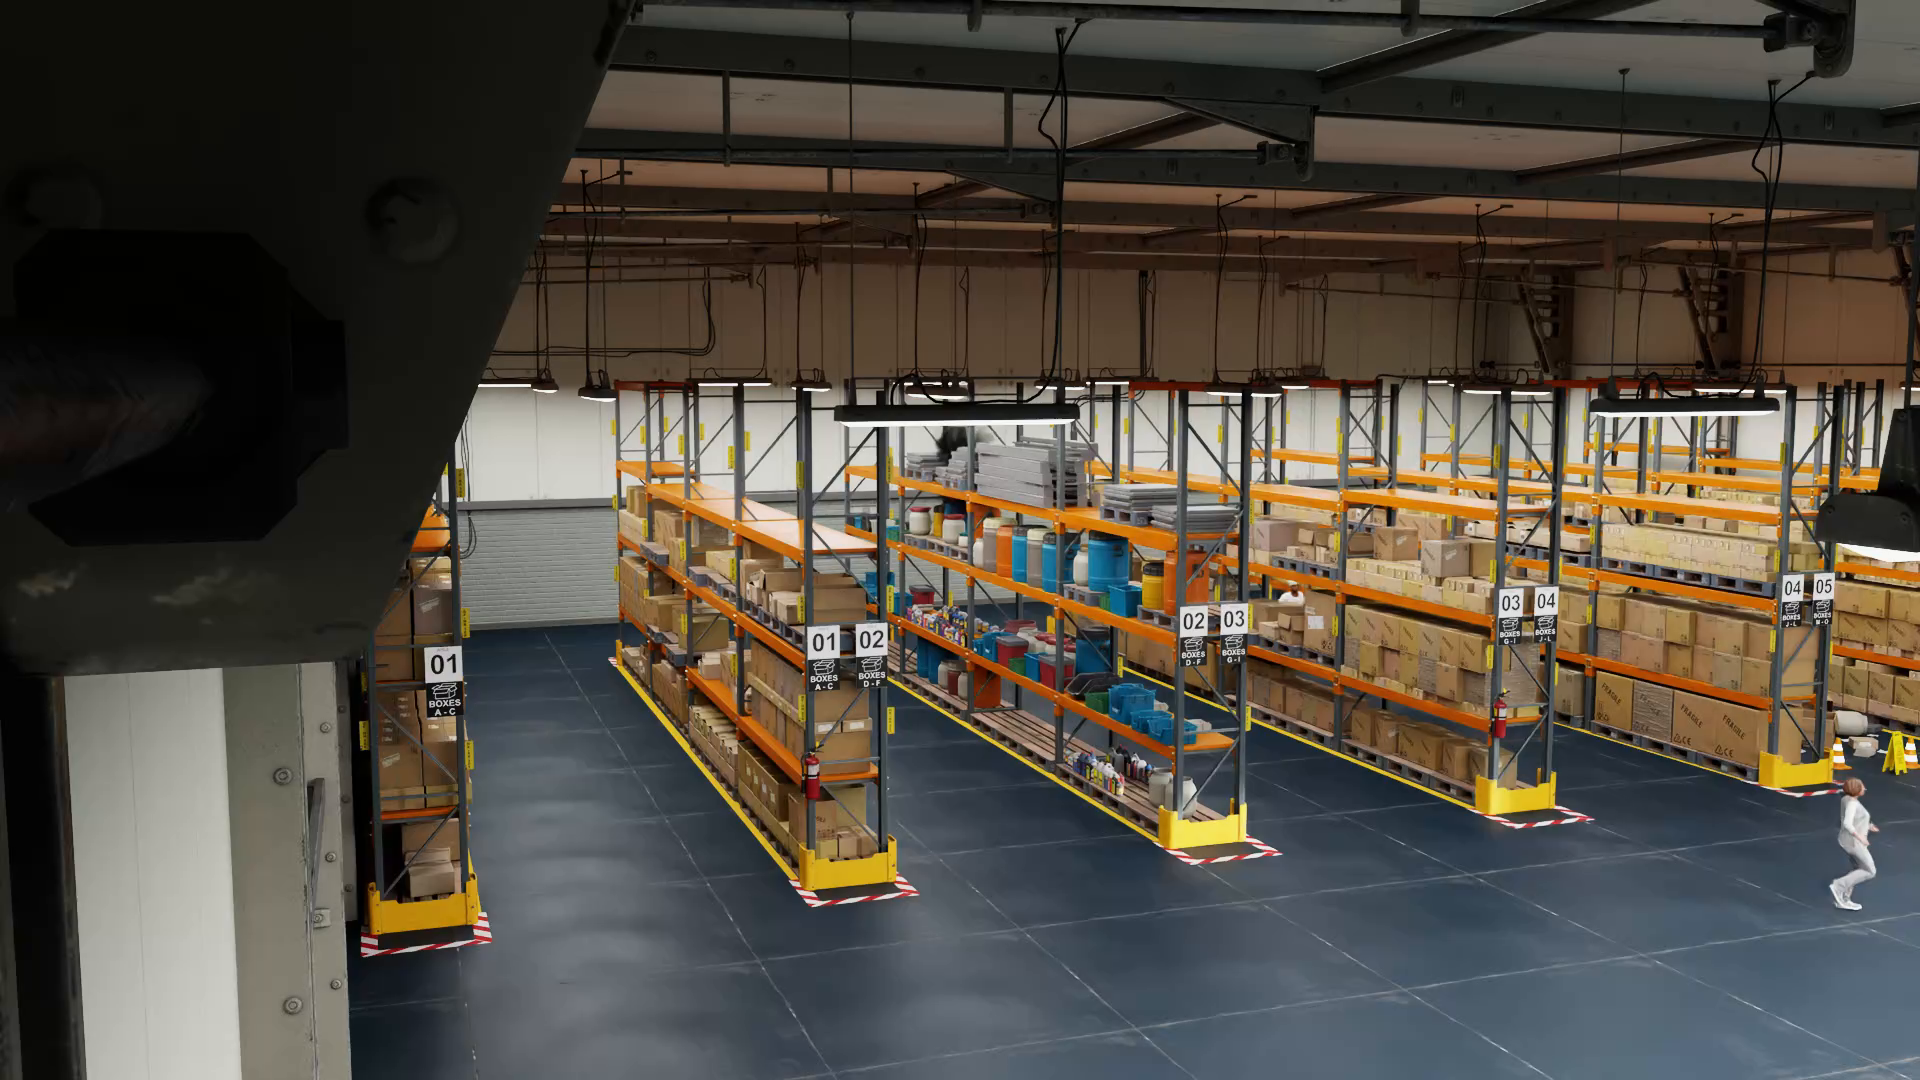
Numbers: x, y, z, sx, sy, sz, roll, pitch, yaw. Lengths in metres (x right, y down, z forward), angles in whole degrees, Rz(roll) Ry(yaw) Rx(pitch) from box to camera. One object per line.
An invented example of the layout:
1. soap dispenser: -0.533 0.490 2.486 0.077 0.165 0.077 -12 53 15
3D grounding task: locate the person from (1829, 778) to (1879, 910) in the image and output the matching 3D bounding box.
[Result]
1. person: 10.376 3.522 19.261 0.549 1.554 0.533 1 6 13

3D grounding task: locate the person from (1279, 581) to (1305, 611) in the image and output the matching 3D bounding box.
1. person: 7.115 1.714 35.576 0.708 1.761 0.862 -2 6 -17
